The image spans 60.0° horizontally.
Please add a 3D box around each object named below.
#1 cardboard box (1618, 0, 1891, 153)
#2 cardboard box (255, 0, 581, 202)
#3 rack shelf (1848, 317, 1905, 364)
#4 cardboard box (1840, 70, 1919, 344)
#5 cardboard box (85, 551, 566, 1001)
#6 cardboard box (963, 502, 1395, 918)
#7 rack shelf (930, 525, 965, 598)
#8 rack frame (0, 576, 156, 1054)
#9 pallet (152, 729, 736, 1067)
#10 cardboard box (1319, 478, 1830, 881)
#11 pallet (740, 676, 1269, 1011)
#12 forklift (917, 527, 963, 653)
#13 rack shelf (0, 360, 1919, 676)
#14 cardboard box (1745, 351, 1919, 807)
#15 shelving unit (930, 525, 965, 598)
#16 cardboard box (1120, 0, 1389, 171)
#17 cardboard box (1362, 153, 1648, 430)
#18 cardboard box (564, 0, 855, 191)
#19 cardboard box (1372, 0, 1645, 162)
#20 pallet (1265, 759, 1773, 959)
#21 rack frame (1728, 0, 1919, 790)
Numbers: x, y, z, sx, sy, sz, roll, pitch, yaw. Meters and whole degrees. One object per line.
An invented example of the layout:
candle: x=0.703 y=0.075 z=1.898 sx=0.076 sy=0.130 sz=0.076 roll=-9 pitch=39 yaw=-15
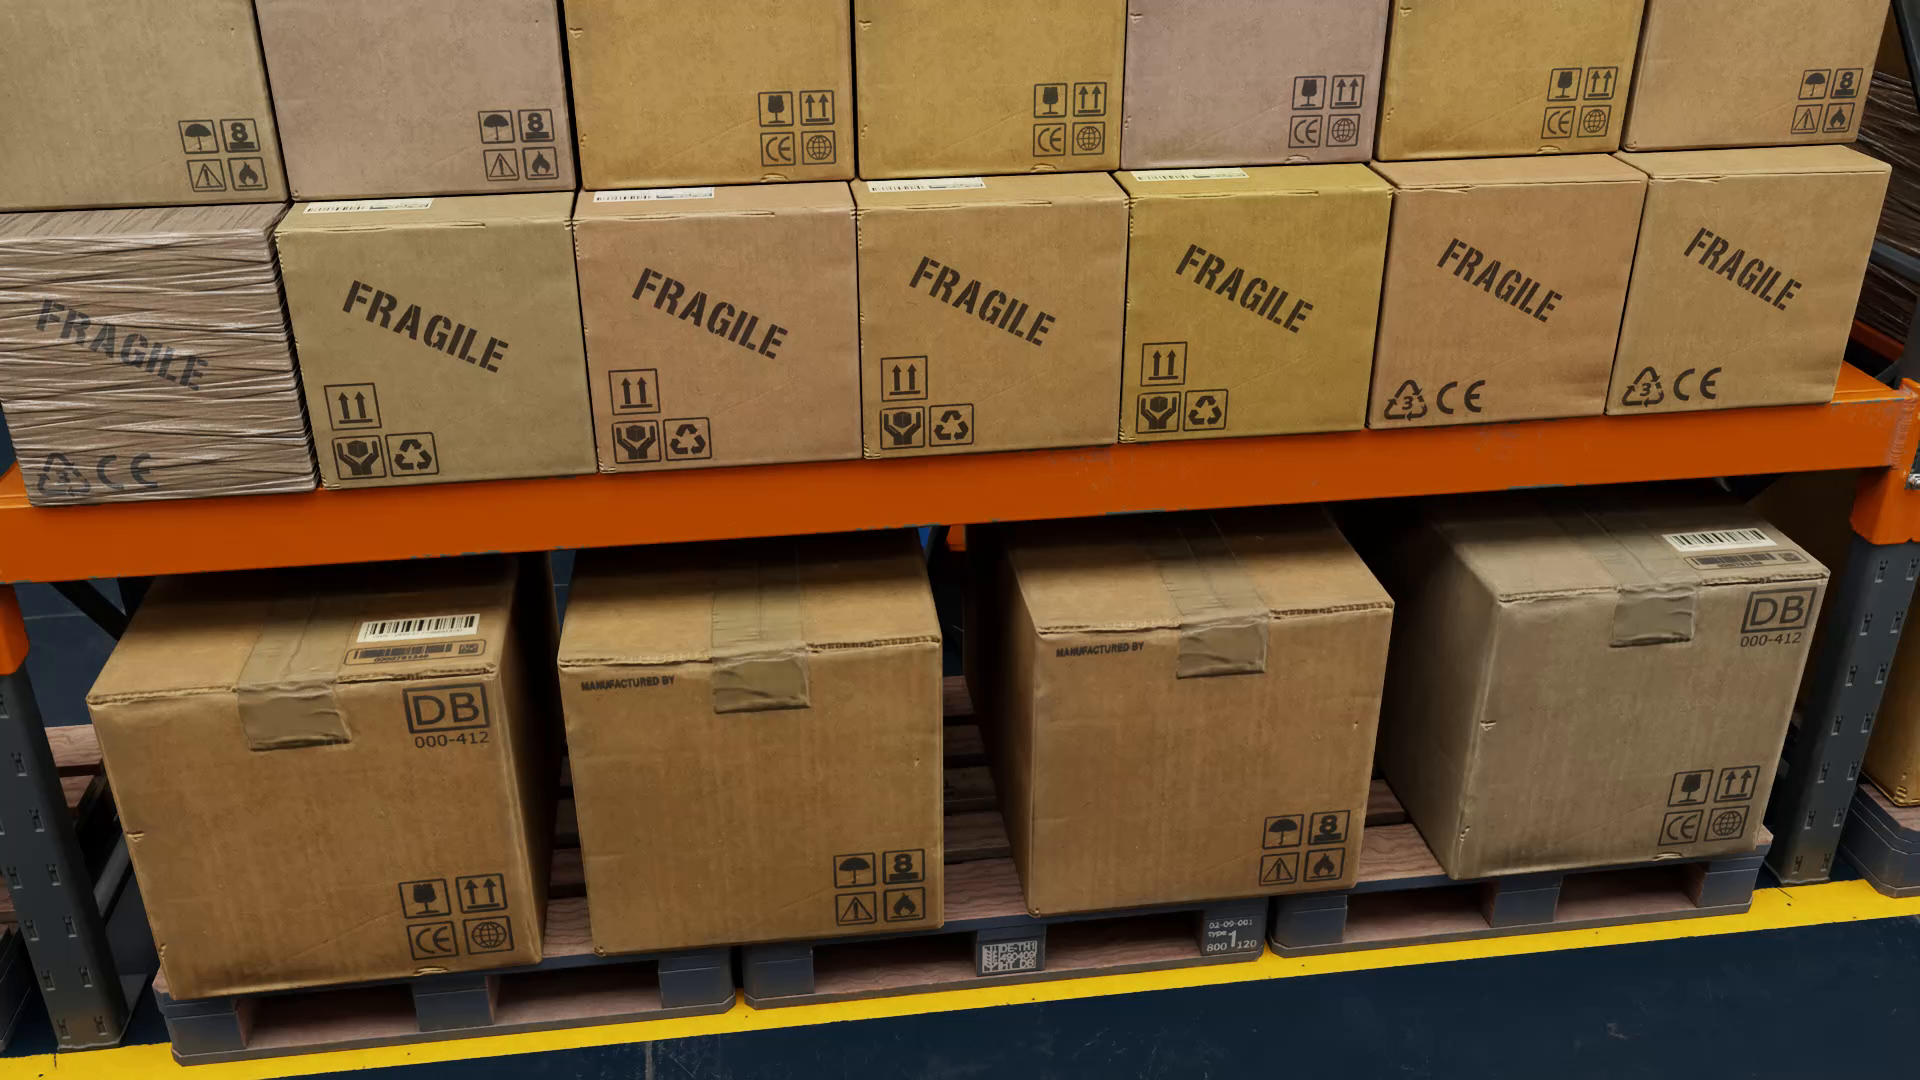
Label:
cardboard box: x=1.518 y=-1.165 z=3.530 sx=0.500 sy=0.500 sz=0.700 roll=-4 pitch=27 yaw=-8
cardboard box: x=-1.005 y=-1.001 z=3.211 sx=0.500 sy=0.500 sz=0.700 roll=-4 pitch=27 yaw=-8
rack shelf: x=3.990 y=-0.636 z=4.199 sx=3.809 sy=0.052 sz=0.919 roll=-4 pitch=27 yaw=-7
cardboard box: x=2.373 y=-0.805 z=3.869 sx=0.550 sy=0.550 sz=0.875 roll=-4 pitch=27 yaw=-7
cardboard box: x=-1.336 y=0.361 z=3.766 sx=0.750 sy=0.750 sz=1.050 roll=-4 pitch=27 yaw=-8
cardboard box: x=0.451 y=0.244 z=3.993 sx=0.750 sy=0.750 sz=1.050 roll=-4 pitch=27 yaw=-7
rack shelf: x=0.322 y=-0.042 z=4.753 sx=1.000 sy=0.278 sz=0.538 roll=1 pitch=41 yaw=-21
rack frame: x=-1.952 y=-0.455 z=3.352 sx=0.127 sy=3.000 sz=1.000 roll=-4 pitch=27 yaw=-7
pallet: x=-1.161 y=0.769 z=4.020 sx=1.213 sy=0.211 sz=1.003 roll=-4 pitch=27 yaw=-7
cardboard box: x=1.407 y=0.185 z=4.109 sx=0.750 sy=0.750 sz=1.050 roll=-4 pitch=27 yaw=-7
pallet: x=-1.744 y=-0.368 z=6.237 sx=4.108 sy=0.211 sz=6.107 roll=-4 pitch=27 yaw=-7
forklift: x=-0.407 y=-1.481 z=5.523 sx=1.129 sy=2.843 sz=3.031 roll=-21 pitch=34 yaw=-35
rack shelf: x=0.029 y=-0.262 z=3.764 sx=4.000 sy=0.370 sz=1.077 roll=-4 pitch=27 yaw=-7
cardboard box: x=2.642 y=0.040 z=4.253 sx=0.875 sy=0.875 sz=0.875 roll=-3 pitch=27 yaw=-6
shelving unit: x=0.381 y=-0.226 z=4.603 sx=1.030 sy=0.981 sz=0.538 roll=1 pitch=41 yaw=-21
cardboard box: x=0.509 y=-1.099 z=3.402 sx=0.500 sy=0.500 sz=0.700 roll=-3 pitch=27 yaw=-7
cardboard box: x=1.029 y=-0.568 z=3.462 sx=0.500 sy=0.500 sz=0.500 roll=-4 pitch=27 yaw=-8
cardboard box: x=-0.498 y=-1.035 z=3.277 sx=0.500 sy=0.500 sz=0.700 roll=-4 pitch=27 yaw=-8
cardboard box: x=1.009 y=-1.131 z=3.464 sx=0.500 sy=0.500 sz=0.700 roll=-4 pitch=27 yaw=-8
pallet: x=1.255 y=0.614 z=4.322 sx=1.213 sy=0.211 sz=1.003 roll=-4 pitch=27 yaw=-7
rack frame: x=2.009 y=-0.708 z=3.845 sx=0.053 sy=2.616 sz=0.949 roll=-4 pitch=27 yaw=-7
